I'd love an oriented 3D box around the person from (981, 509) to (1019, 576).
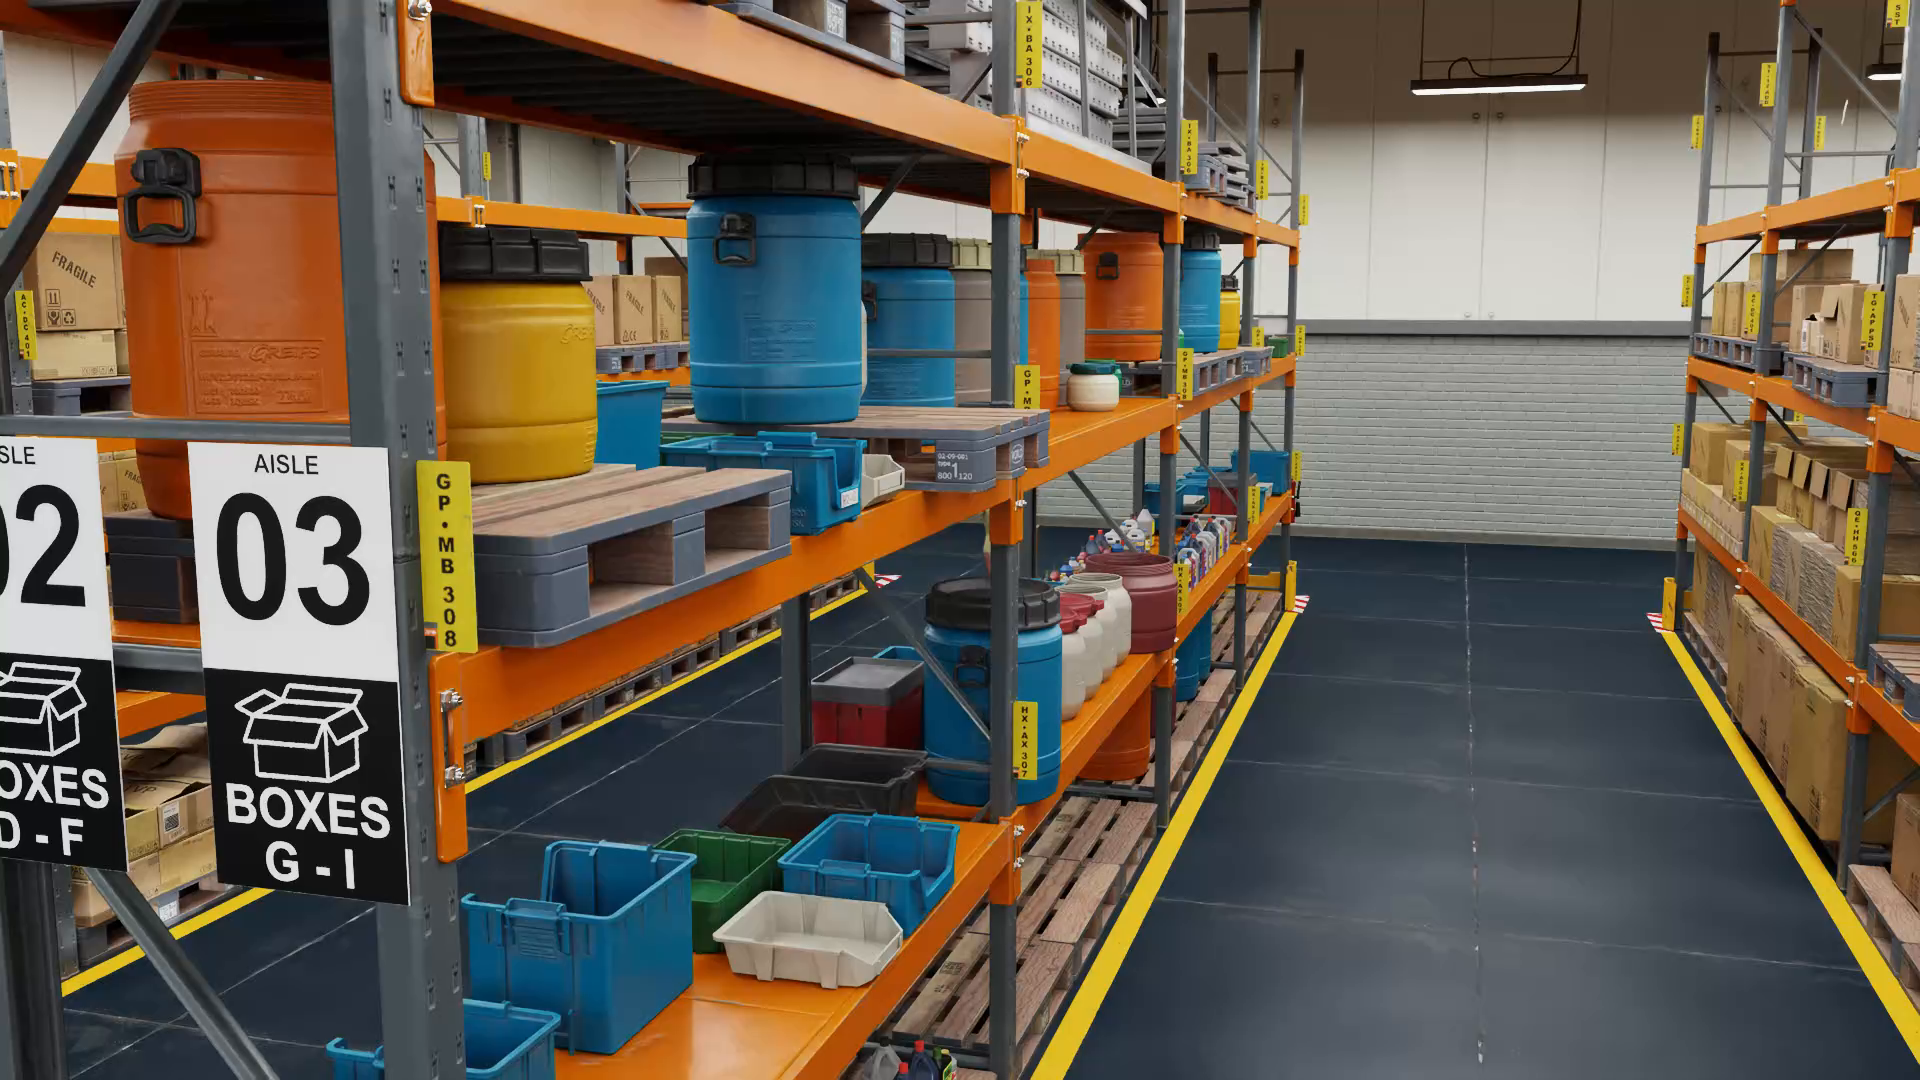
[{"bbox_3d":[0.451,0.150,16.863,0.552,1.662,0.428,2,9,16],"label":"person"}]
